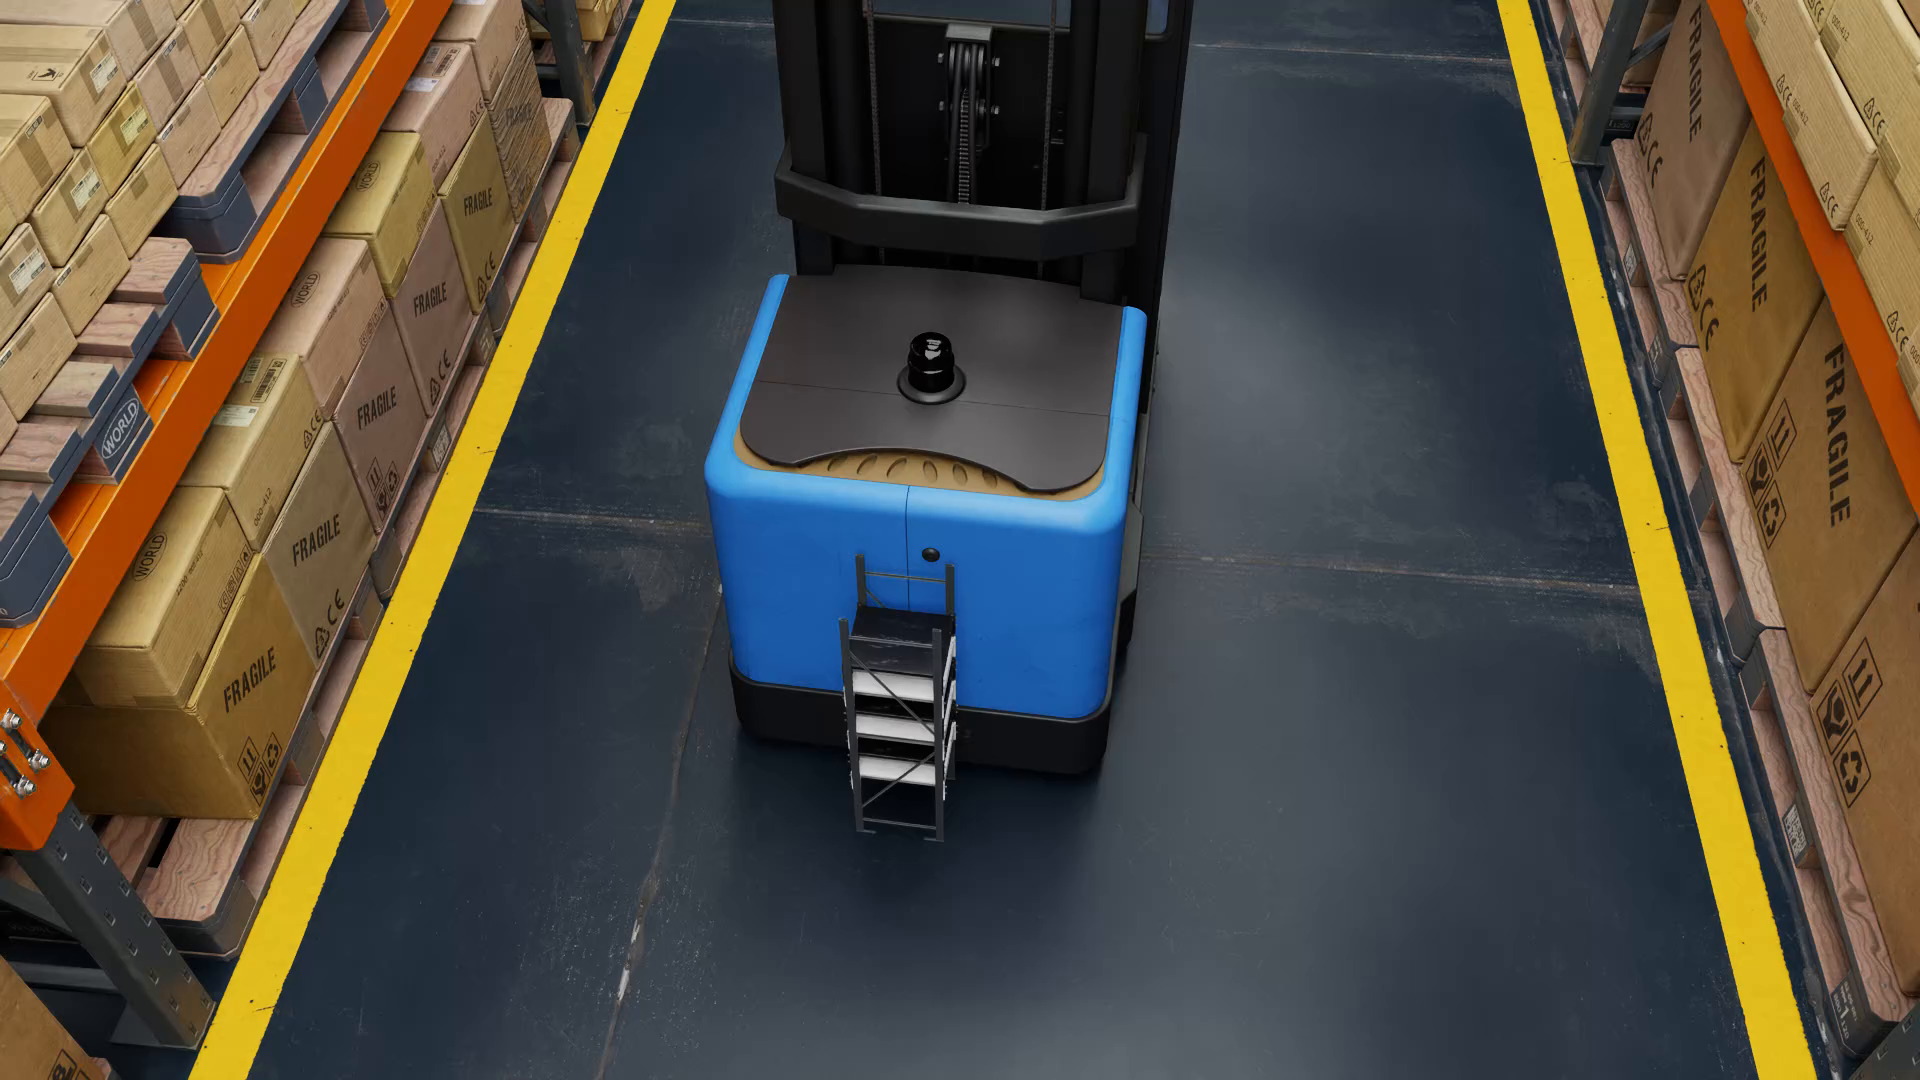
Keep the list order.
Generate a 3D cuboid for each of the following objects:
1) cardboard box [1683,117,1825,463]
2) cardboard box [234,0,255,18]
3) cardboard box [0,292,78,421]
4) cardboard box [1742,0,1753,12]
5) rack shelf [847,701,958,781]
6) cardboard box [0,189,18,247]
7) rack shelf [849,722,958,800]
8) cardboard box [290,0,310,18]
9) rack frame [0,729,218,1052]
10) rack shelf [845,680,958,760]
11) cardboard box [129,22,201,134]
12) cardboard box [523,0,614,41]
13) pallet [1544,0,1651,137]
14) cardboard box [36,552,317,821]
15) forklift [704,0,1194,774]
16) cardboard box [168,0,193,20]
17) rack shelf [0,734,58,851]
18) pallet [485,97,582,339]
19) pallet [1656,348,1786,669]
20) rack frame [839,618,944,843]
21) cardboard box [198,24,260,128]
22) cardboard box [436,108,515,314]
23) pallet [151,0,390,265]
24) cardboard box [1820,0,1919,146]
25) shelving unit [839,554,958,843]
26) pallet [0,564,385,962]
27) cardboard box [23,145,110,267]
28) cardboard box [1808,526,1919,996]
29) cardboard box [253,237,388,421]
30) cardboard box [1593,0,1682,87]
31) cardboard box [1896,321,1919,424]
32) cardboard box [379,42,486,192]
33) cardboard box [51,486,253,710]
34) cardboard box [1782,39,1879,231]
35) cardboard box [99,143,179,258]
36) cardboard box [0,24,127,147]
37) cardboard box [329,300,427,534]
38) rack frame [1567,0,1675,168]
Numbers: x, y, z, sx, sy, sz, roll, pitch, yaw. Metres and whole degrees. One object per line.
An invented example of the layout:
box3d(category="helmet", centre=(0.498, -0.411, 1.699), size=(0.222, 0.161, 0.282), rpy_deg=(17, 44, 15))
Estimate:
box3d(category="cardboard box", centre=(2.883, -0.811, 5.114), size=(0.875, 0.875, 0.875), rpy_deg=(5, 48, 5))
box3d(category="cardboard box", centre=(-1.988, -1.475, 4.250), size=(0.380, 0.149, 0.250), rpy_deg=(5, 48, 5))
box3d(category="cardboard box", centre=(-2.103, -0.400, 3.469), size=(0.380, 0.149, 0.250), rpy_deg=(6, 48, 5))
box3d(category="cardboard box", centre=(2.585, -1.775, 4.942), size=(0.500, 0.250, 0.500), rpy_deg=(3, 48, 3))
box3d(category="rack shelf", centre=(-0.148, 0.509, 4.341), size=(0.258, 0.077, 0.200), rpy_deg=(6, 48, 6))
box3d(category="cardboard box", centre=(-2.112, -0.613, 3.260), size=(0.380, 0.149, 0.250), rpy_deg=(3, 48, 2))
box3d(category="rack shelf", centre=(-0.148, 0.570, 4.408), size=(0.258, 0.077, 0.200), rpy_deg=(6, 48, 6))
box3d(category="cardboard box", centre=(-1.959, -1.564, 4.534), size=(0.380, 0.149, 0.250), rpy_deg=(6, 48, 5))
box3d(category="rack frame", centre=(-2.369, 0.169, 3.063), size=(1.000, 3.000, 0.127), rpy_deg=(4, 48, 4))
box3d(category="rack shelf", centre=(-0.148, 0.449, 4.275), size=(0.258, 0.077, 0.200), rpy_deg=(6, 48, 6))
box3d(category="cardboard box", centre=(-2.035, -1.094, 3.902), size=(0.380, 0.149, 0.250), rpy_deg=(4, 48, 4))
box3d(category="cardboard box", centre=(-1.651, -2.196, 6.873), size=(0.380, 0.149, 0.250), rpy_deg=(2, 48, 2))
box3d(category="pallet", centre=(3.081, -2.124, 7.050), size=(1.003, 0.211, 1.213), rpy_deg=(4, 48, 4))
box3d(category="cardboard box", centre=(-2.051, 0.368, 4.290), size=(0.500, 0.500, 0.500), rpy_deg=(2, 48, 2))
box3d(category="forklift", centre=(0.092, -1.449, 4.589), size=(1.130, 2.935, 3.031), rpy_deg=(6, 48, 6))
box3d(category="cardboard box", centre=(-2.016, -1.381, 3.963), size=(0.380, 0.149, 0.250), rpy_deg=(5, 48, 5))
box3d(category="rack shelf", centre=(-2.551, 1.882, 1.984), size=(1.077, 0.370, 4.000), rpy_deg=(4, 48, 4))
box3d(category="pallet", centre=(-2.074, -1.257, 6.257), size=(1.003, 0.211, 1.213), rpy_deg=(4, 48, 4))
box3d(category="pallet", centre=(2.830, -0.099, 5.198), size=(1.003, 0.211, 1.213), rpy_deg=(4, 48, 4))
box3d(category="rack frame", centre=(-0.162, 0.500, 4.183), size=(0.240, 0.900, 0.006), rpy_deg=(6, 48, 6))
box3d(category="cardboard box", centre=(-2.008, -1.177, 4.180), size=(0.380, 0.149, 0.250), rpy_deg=(4, 48, 4))
box3d(category="cardboard box", centre=(-1.868, -1.131, 5.661), size=(0.500, 0.500, 0.500), rpy_deg=(3, 48, 3))
box3d(category="pallet", centre=(-2.229, -1.224, 4.466), size=(1.003, 0.211, 1.213), rpy_deg=(4, 48, 4))
box3d(category="cardboard box", centre=(2.477, -1.200, 4.077), size=(0.500, 0.250, 0.500), rpy_deg=(3, 48, 2))
box3d(category="shelving unit", centre=(-0.148, 0.426, 4.250), size=(0.258, 0.900, 0.210), rpy_deg=(6, 48, 6))
box3d(category="pallet", centre=(-2.296, 0.536, 4.617), size=(1.003, 0.211, 1.213), rpy_deg=(4, 48, 4))
box3d(category="cardboard box", centre=(-2.081, -0.726, 3.565), size=(0.380, 0.149, 0.250), rpy_deg=(3, 48, 2))
box3d(category="cardboard box", centre=(2.715, 0.501, 3.914), size=(0.875, 0.875, 0.875), rpy_deg=(3, 48, 3))
box3d(category="cardboard box", centre=(-1.961, -0.608, 4.674), size=(0.500, 0.250, 0.500), rpy_deg=(4, 48, 4))
box3d(category="cardboard box", centre=(3.098, -2.243, 6.720), size=(0.875, 0.438, 0.875), rpy_deg=(3, 48, 3))
box3d(category="cardboard box", centre=(2.388, -0.287, 3.582), size=(0.500, 0.250, 0.500), rpy_deg=(5, 48, 4))
box3d(category="cardboard box", centre=(-1.881, -1.380, 5.381), size=(0.500, 0.250, 0.500), rpy_deg=(6, 48, 5))
box3d(category="cardboard box", centre=(-2.065, 0.128, 4.002), size=(0.500, 0.250, 0.500), rpy_deg=(2, 48, 2))
box3d(category="cardboard box", centre=(2.468, -1.033, 4.263), size=(0.500, 0.250, 0.500), rpy_deg=(3, 48, 3))
box3d(category="cardboard box", centre=(-2.056, -0.797, 3.832), size=(0.380, 0.149, 0.250), rpy_deg=(6, 48, 5))
box3d(category="cardboard box", centre=(-2.061, -0.987, 3.603), size=(0.380, 0.149, 0.250), rpy_deg=(2, 48, 2))
box3d(category="cardboard box", centre=(-1.966, -0.379, 4.973), size=(0.500, 0.500, 0.500), rpy_deg=(3, 48, 3))
box3d(category="rack frame", centre=(2.934, -2.512, 5.514), size=(1.000, 3.000, 0.127), rpy_deg=(4, 48, 4))
